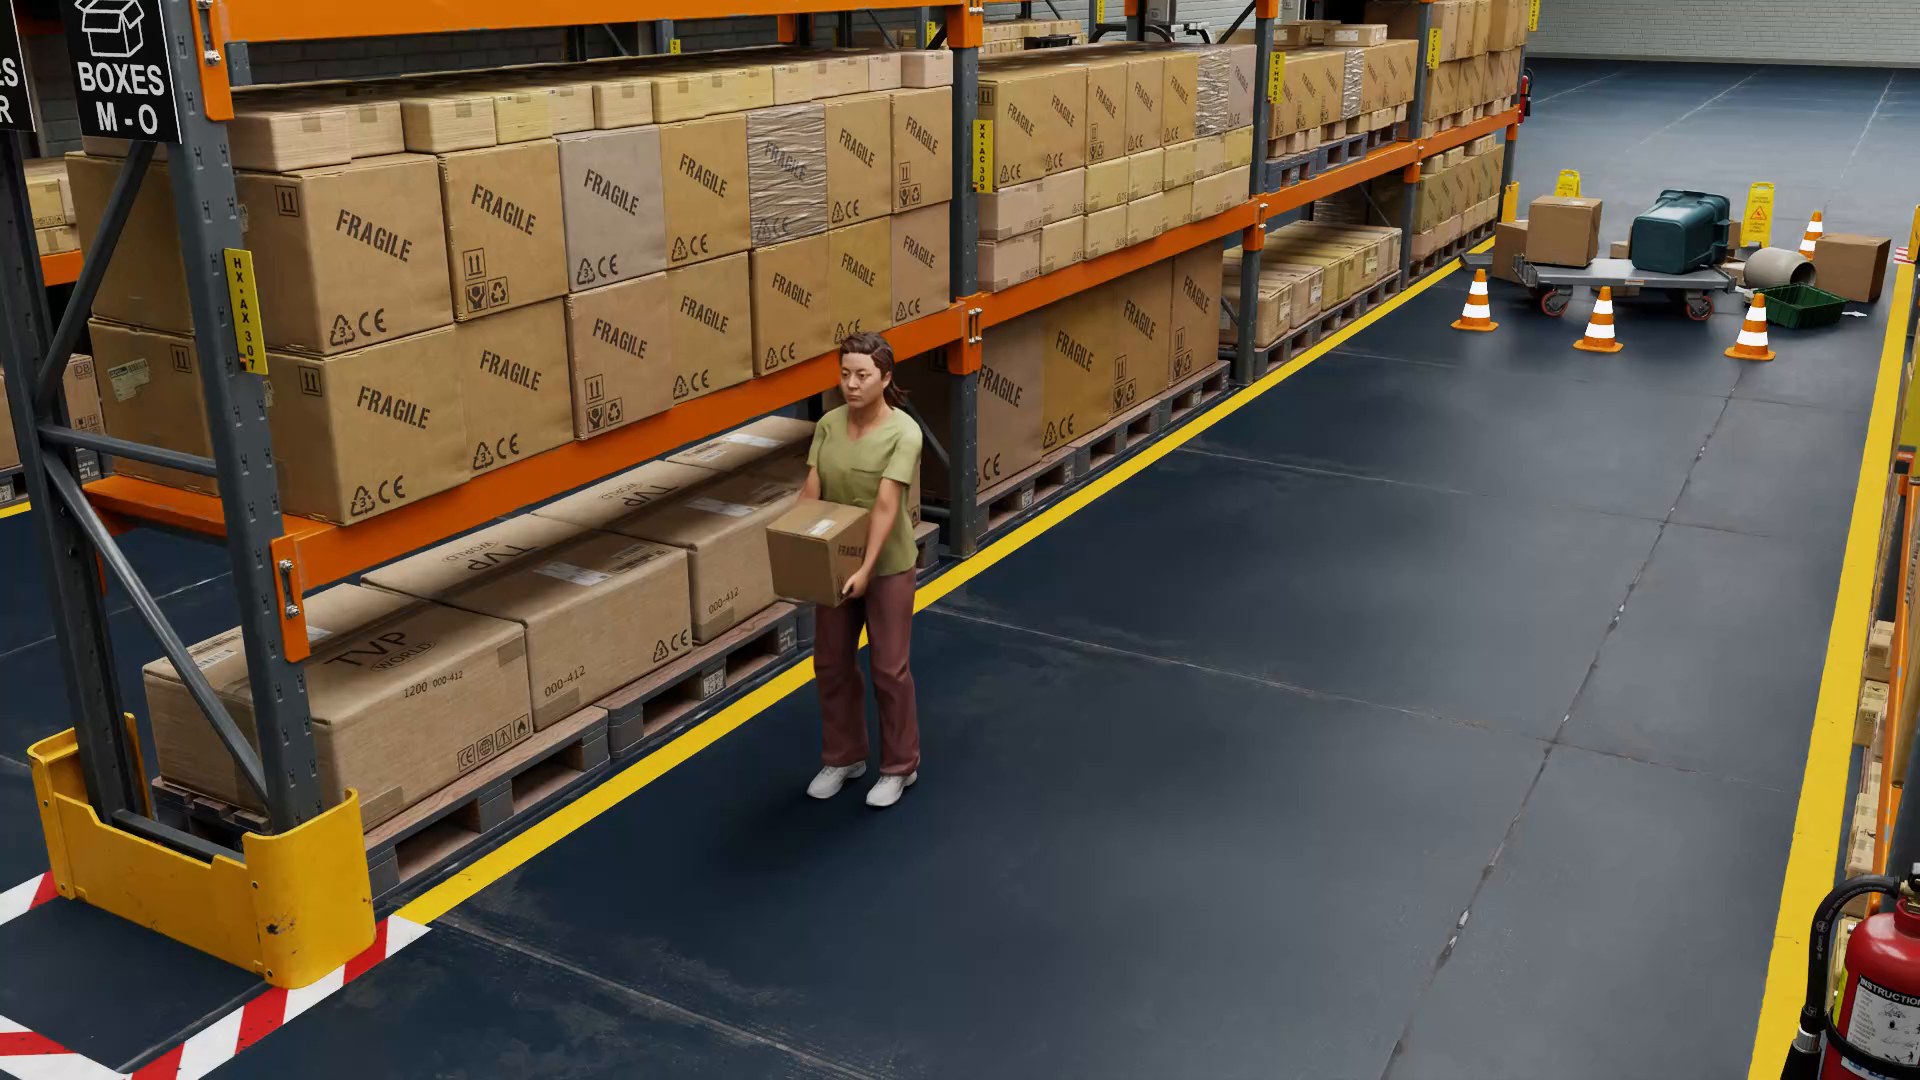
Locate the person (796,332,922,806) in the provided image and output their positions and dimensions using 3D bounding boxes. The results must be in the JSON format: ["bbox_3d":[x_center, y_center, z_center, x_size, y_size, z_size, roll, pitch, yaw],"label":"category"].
[{"bbox_3d":[-0.367,0.153,5.732,0.406,1.618,0.500,11,22,28],"label":"person"}]
